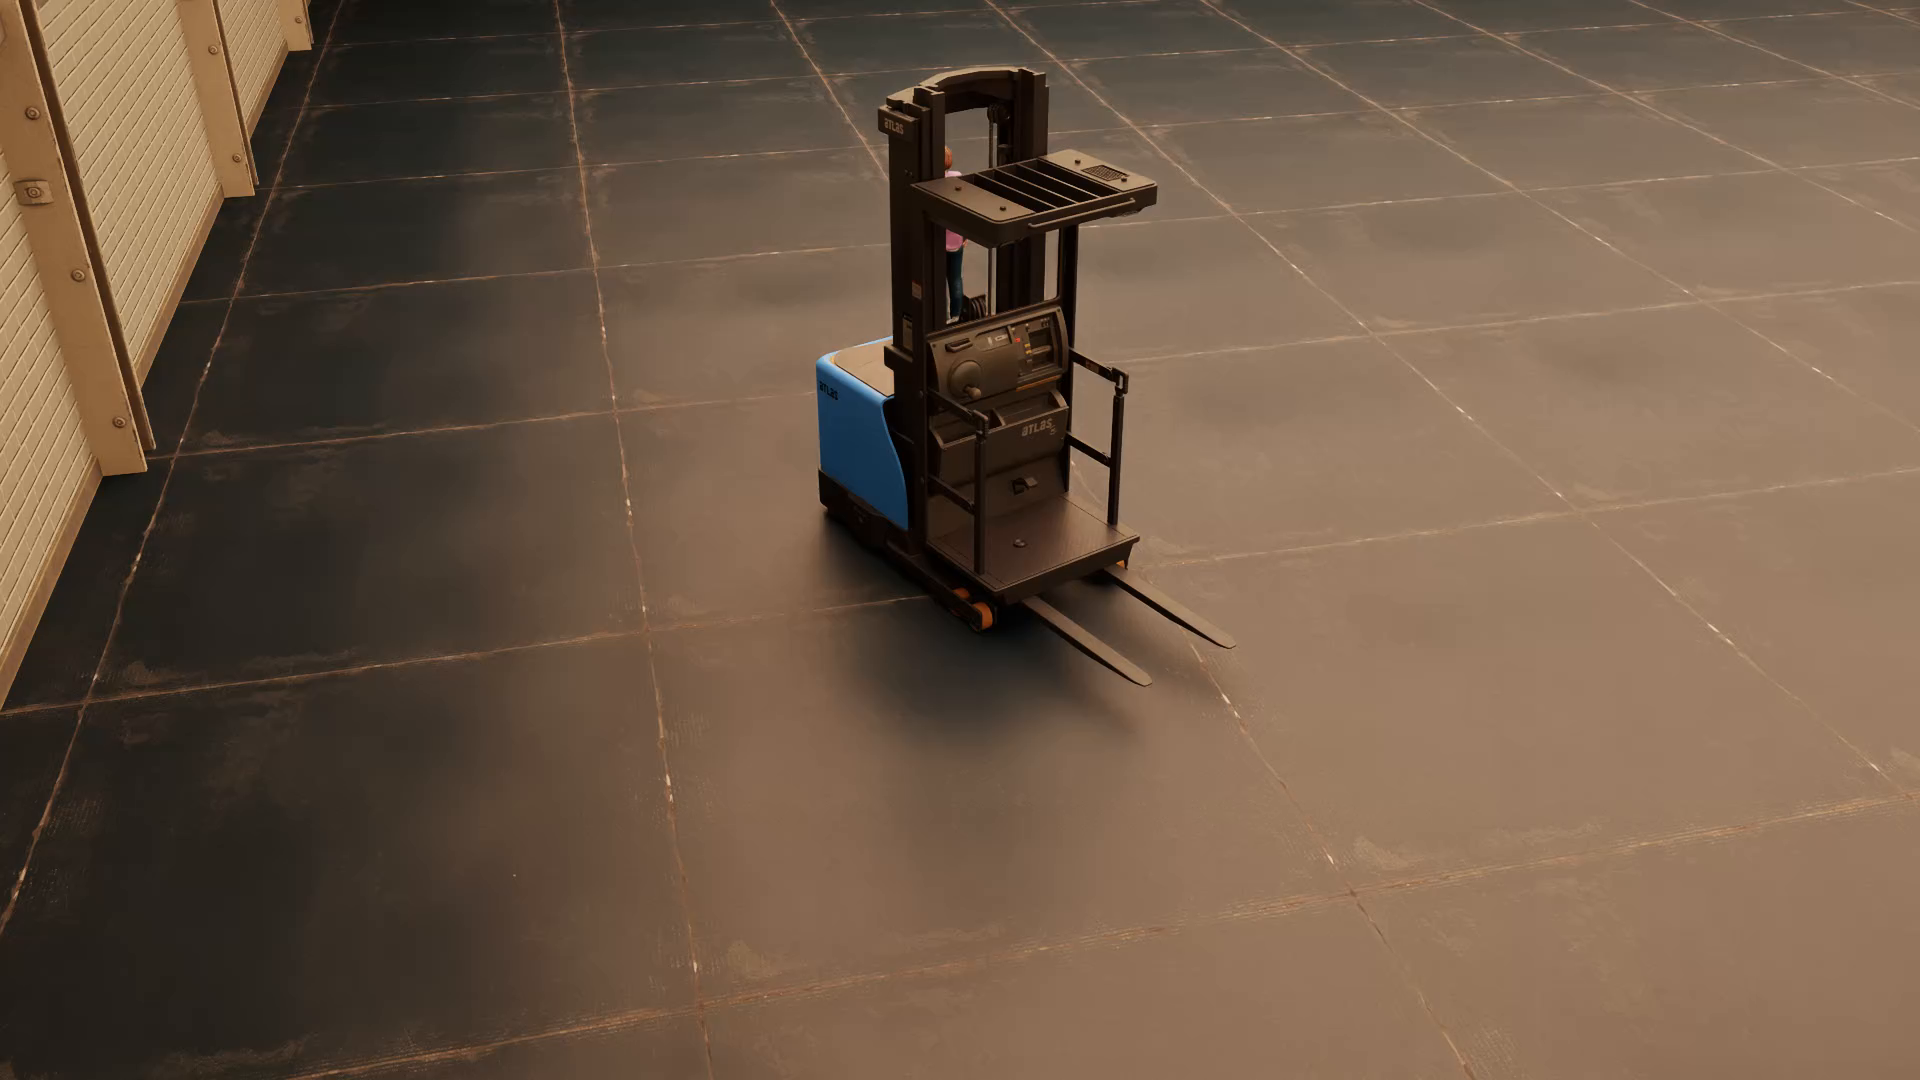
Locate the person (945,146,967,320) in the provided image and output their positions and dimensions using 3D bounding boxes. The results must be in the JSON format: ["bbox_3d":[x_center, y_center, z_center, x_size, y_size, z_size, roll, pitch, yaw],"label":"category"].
[{"bbox_3d":[-0.168,-2.334,12.924,0.520,1.597,0.475,-13,33,-22],"label":"person"}]

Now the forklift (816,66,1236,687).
[{"bbox_3d":[0.355,-1.021,9.338,1.130,2.935,3.031,-20,35,-30],"label":"forklift"}]
